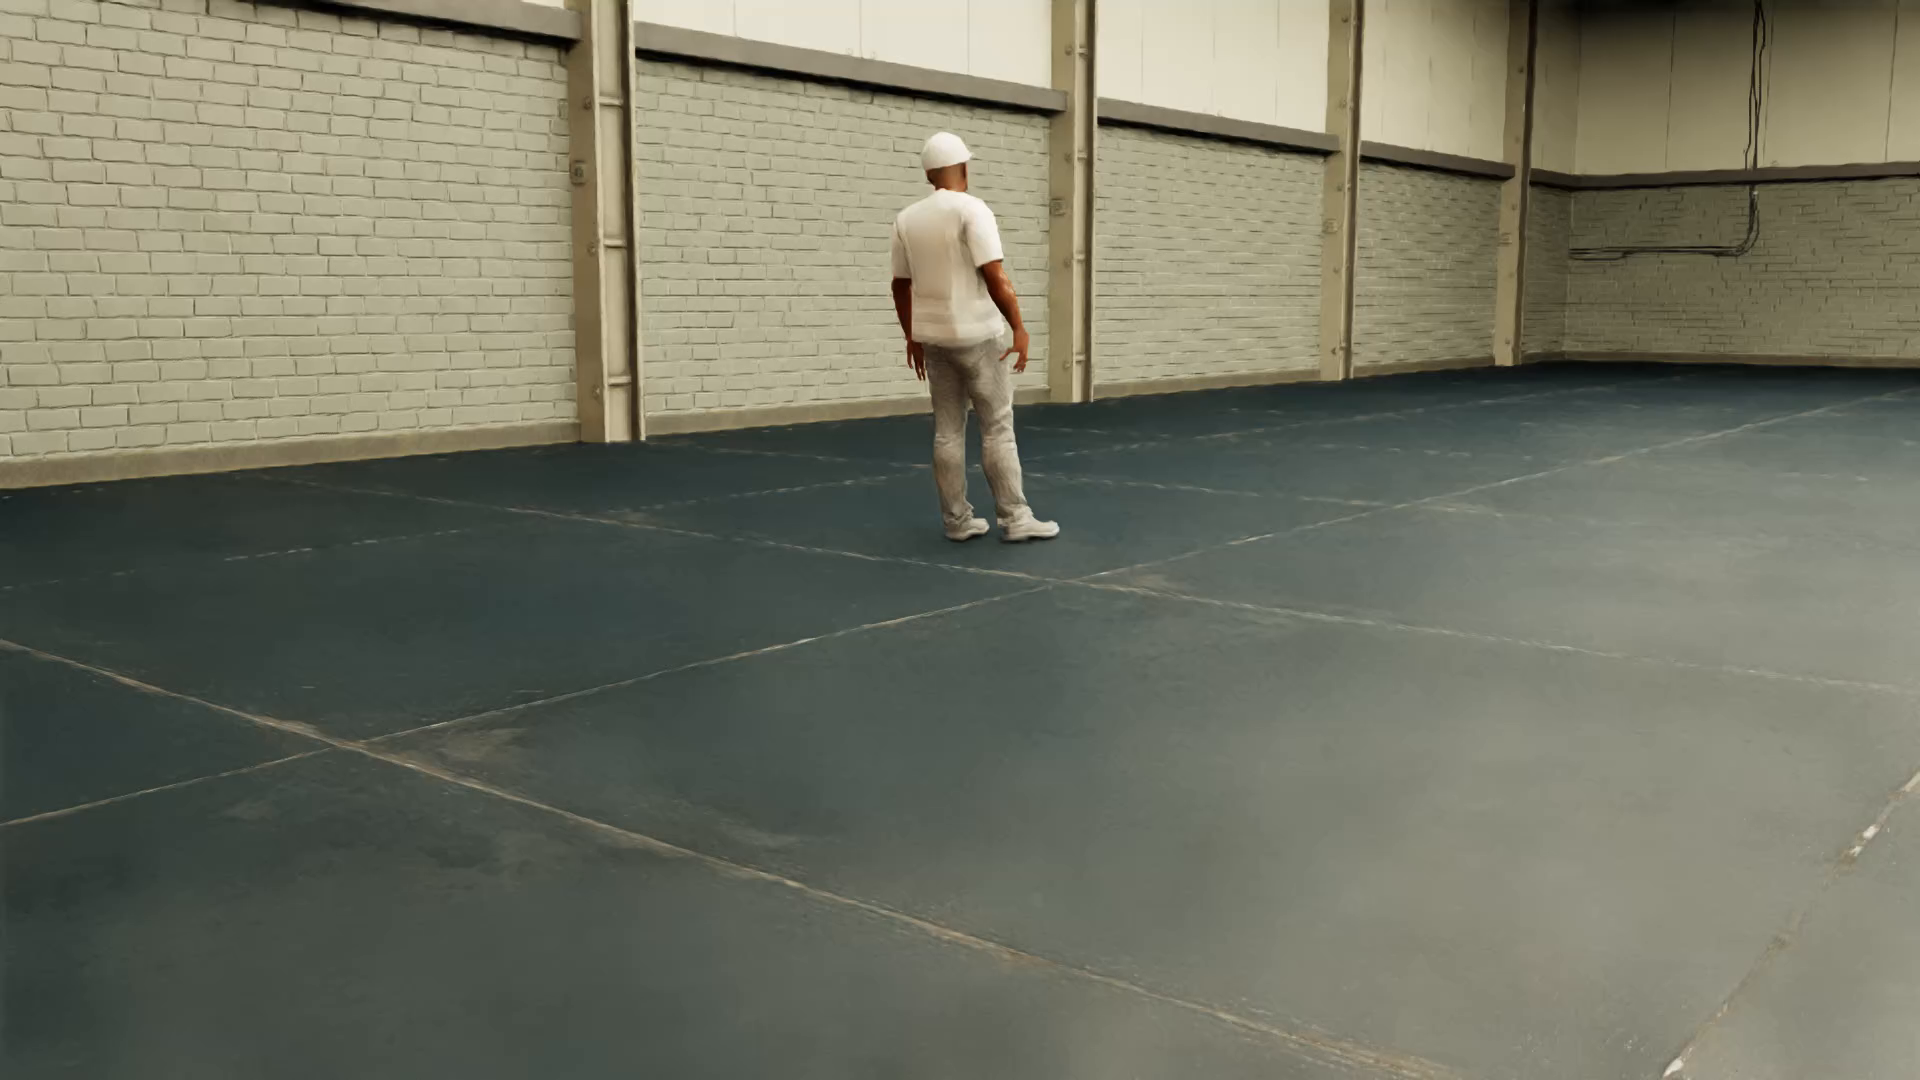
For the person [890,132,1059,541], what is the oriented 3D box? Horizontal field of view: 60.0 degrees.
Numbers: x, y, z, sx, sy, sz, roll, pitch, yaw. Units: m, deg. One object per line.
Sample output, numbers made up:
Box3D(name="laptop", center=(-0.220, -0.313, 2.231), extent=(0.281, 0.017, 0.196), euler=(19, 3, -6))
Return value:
Box3D(name="person", center=(0.048, -0.888, 7.326), extent=(0.665, 1.766, 0.576), euler=(7, 11, 38))
